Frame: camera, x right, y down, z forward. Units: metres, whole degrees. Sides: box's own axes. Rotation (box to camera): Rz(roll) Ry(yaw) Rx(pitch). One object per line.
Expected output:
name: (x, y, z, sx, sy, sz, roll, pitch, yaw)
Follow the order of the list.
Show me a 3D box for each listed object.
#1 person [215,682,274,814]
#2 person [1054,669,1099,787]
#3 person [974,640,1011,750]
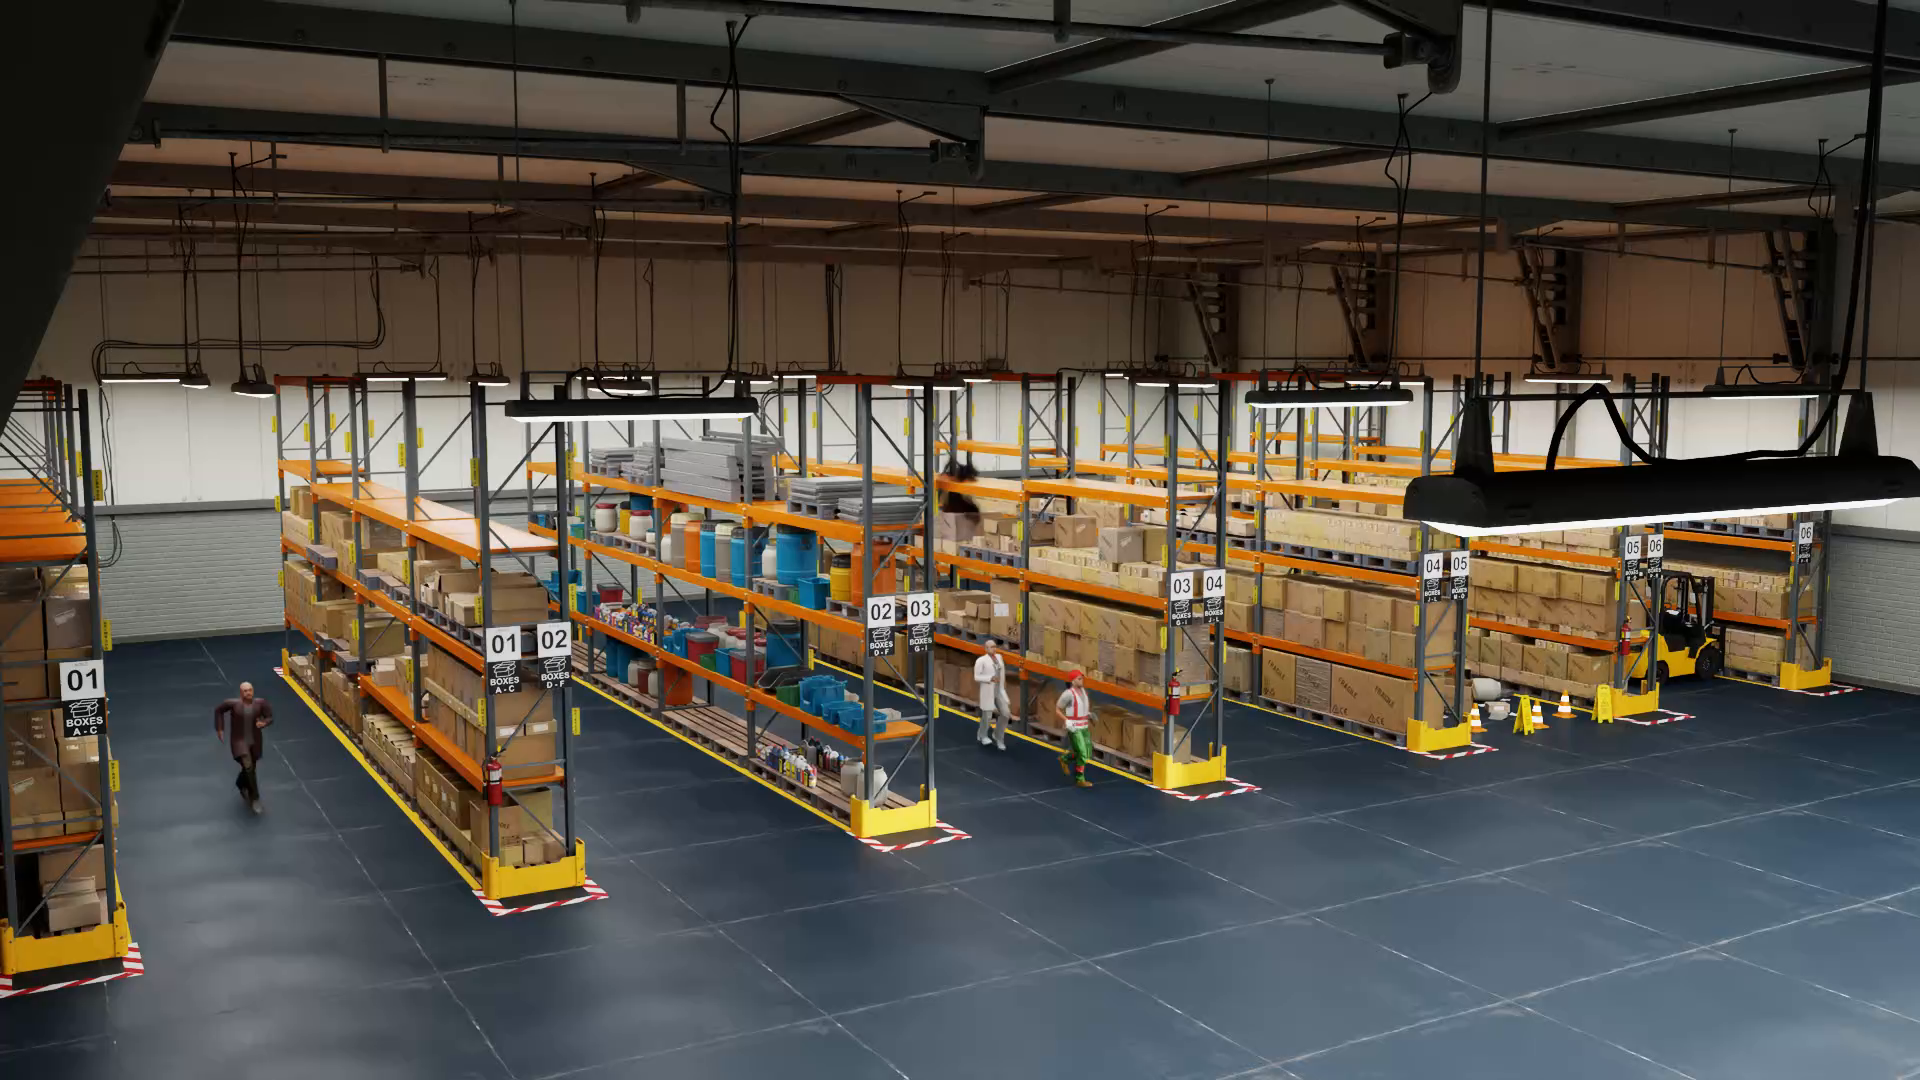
person: (-10.081, 2.889, 23.480, 0.738, 1.826, 1.025, -5, 8, -37)
person: (1.690, 2.772, 24.617, 0.692, 1.747, 0.651, 6, 9, 43)
person: (0.526, 2.561, 26.927, 0.682, 1.739, 0.809, -3, 7, -29)
